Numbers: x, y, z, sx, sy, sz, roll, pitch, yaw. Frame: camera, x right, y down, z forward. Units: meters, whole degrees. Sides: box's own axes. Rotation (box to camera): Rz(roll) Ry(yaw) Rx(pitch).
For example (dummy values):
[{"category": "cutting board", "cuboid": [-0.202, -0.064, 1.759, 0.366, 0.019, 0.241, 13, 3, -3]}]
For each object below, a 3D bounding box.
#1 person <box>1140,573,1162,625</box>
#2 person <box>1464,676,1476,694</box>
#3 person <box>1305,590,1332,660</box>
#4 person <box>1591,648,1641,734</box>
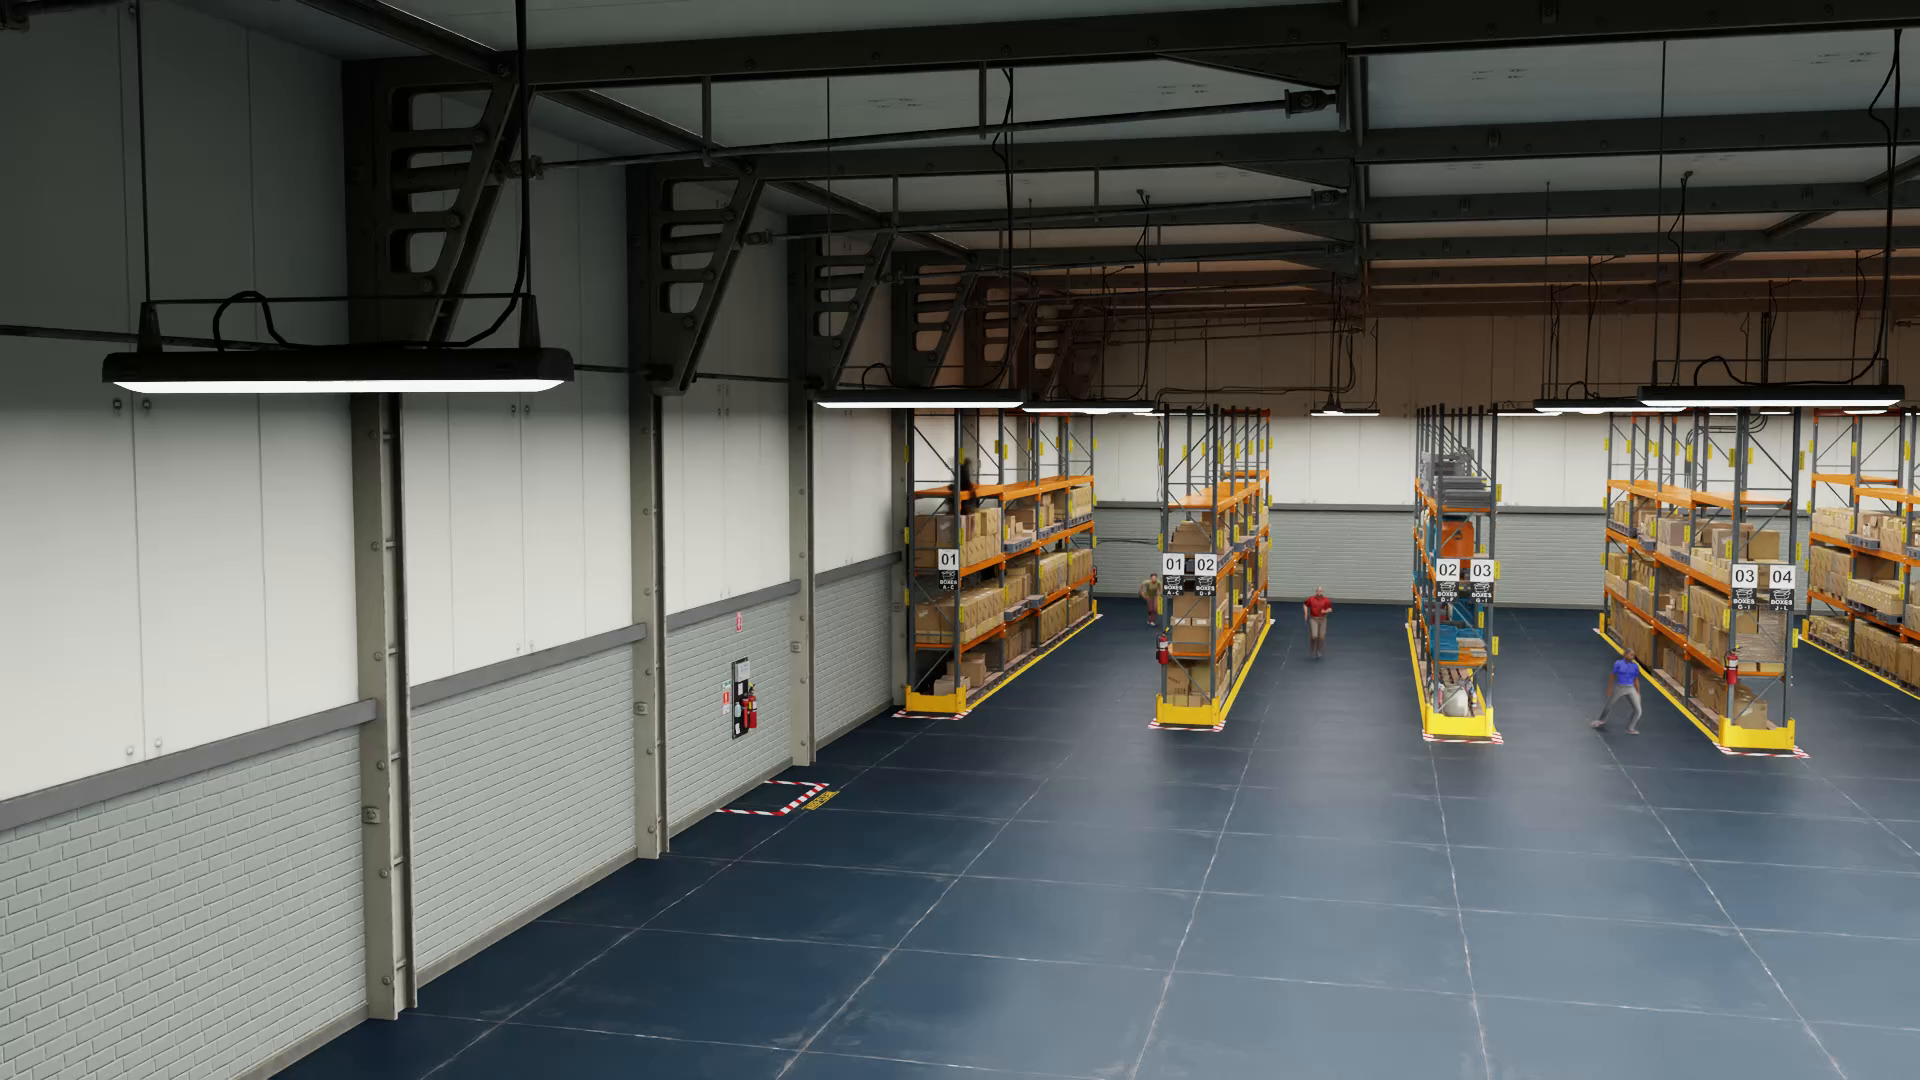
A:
[{"category": "person", "cuboid": [5.295, 1.631, 46.151, 0.596, 1.491, 0.789, 0, 4, -5]}, {"category": "person", "cuboid": [15.049, 1.109, 40.305, 26.505, 3.382, 11.573, -2, 5, -27]}, {"category": "person", "cuboid": [18.716, 1.951, 40.673, 20.766, 1.694, 3.581, 0, 4, 3]}, {"category": "person", "cuboid": [12.022, 2.719, 30.431, 0.791, 1.556, 0.725, 1, 4, 10]}]
